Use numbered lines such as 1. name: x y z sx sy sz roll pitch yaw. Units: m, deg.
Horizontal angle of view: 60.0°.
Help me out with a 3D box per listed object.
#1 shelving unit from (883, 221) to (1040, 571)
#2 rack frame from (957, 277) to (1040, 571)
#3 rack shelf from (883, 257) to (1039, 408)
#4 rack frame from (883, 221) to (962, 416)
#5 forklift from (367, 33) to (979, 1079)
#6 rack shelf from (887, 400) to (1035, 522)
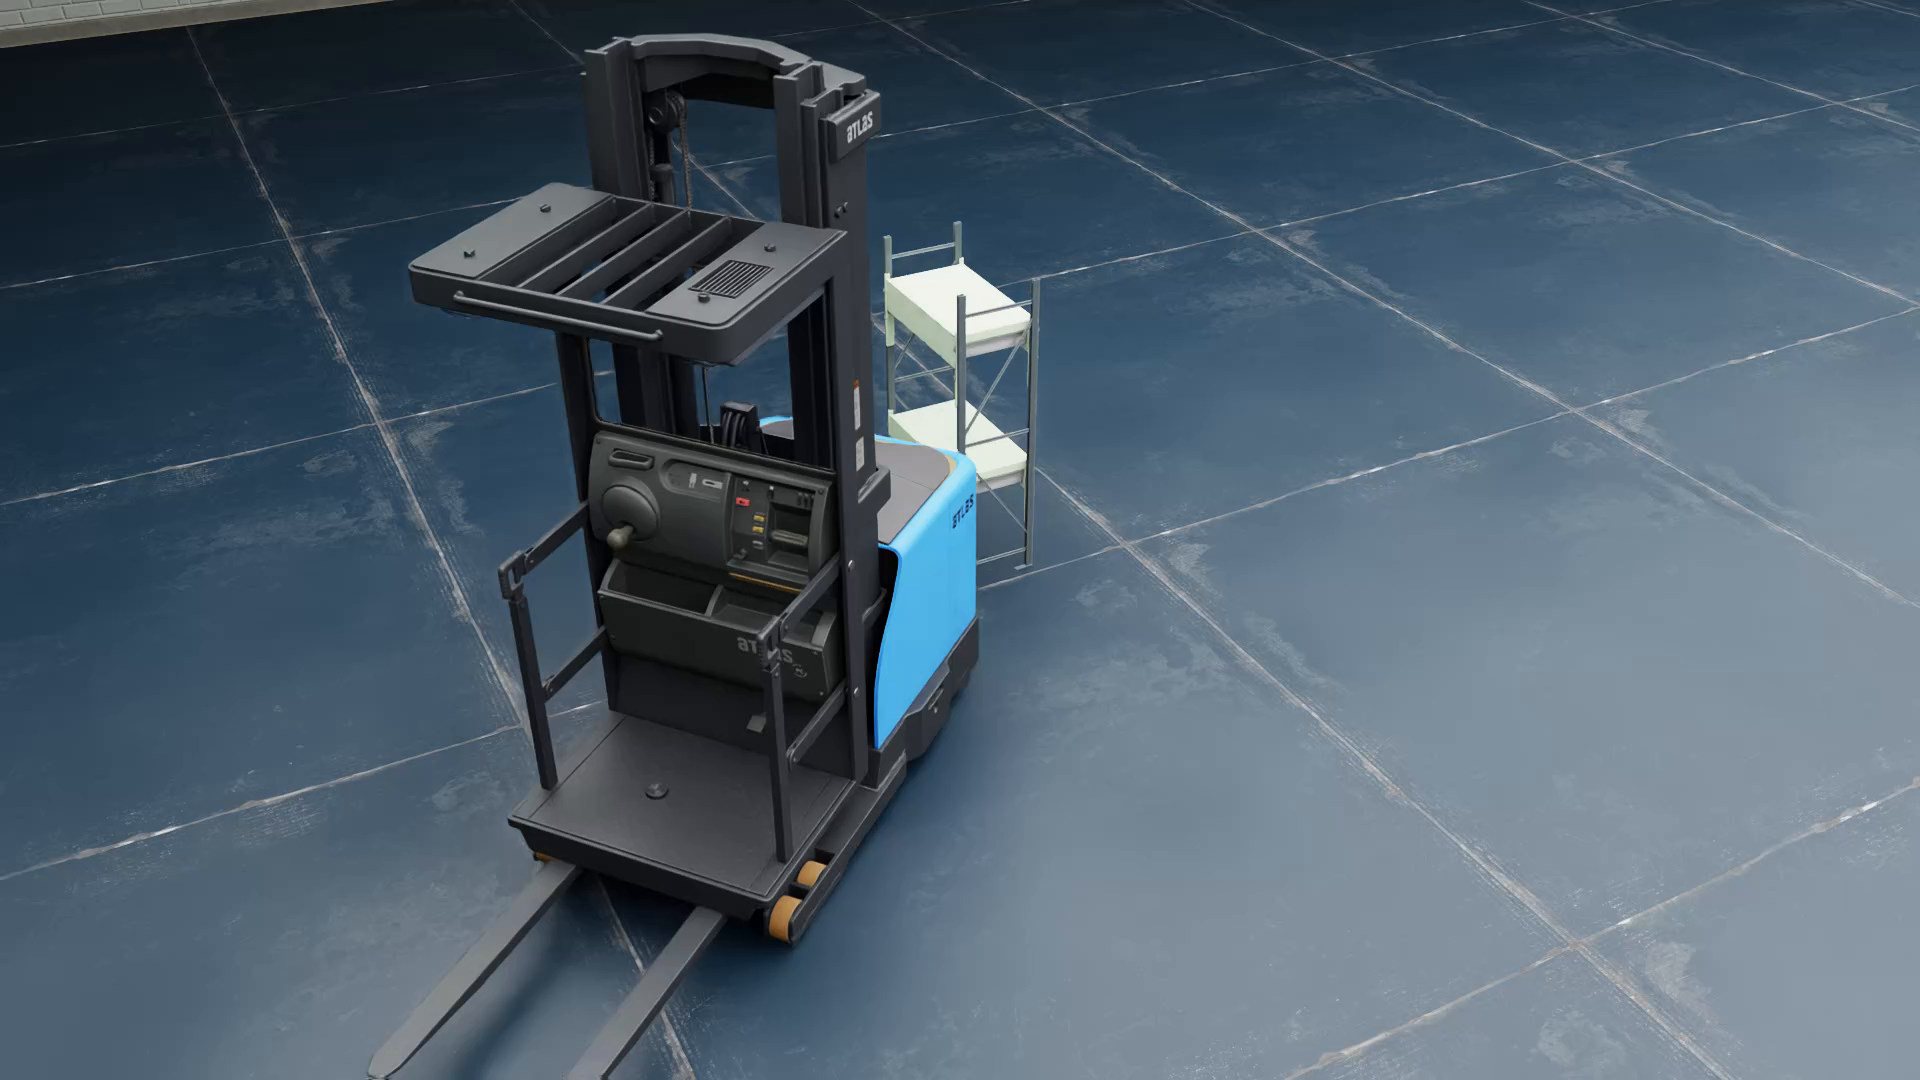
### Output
1. shelving unit: -0.003 -0.635 7.850 0.431 1.500 0.755 -16 36 -23
2. rack frame: 0.168 -0.460 7.578 0.400 1.500 0.023 -16 36 -23
3. rack shelf: -0.003 -0.963 7.640 0.431 0.370 0.720 -16 36 -23
4. rack frame: -0.174 -0.809 8.123 0.400 1.500 0.023 -16 36 -23
5. forklift: -0.963 -0.050 5.611 1.130 2.935 3.031 13 35 19
6. rack shelf: -0.003 -0.360 8.026 0.431 0.370 0.720 -16 36 -23
